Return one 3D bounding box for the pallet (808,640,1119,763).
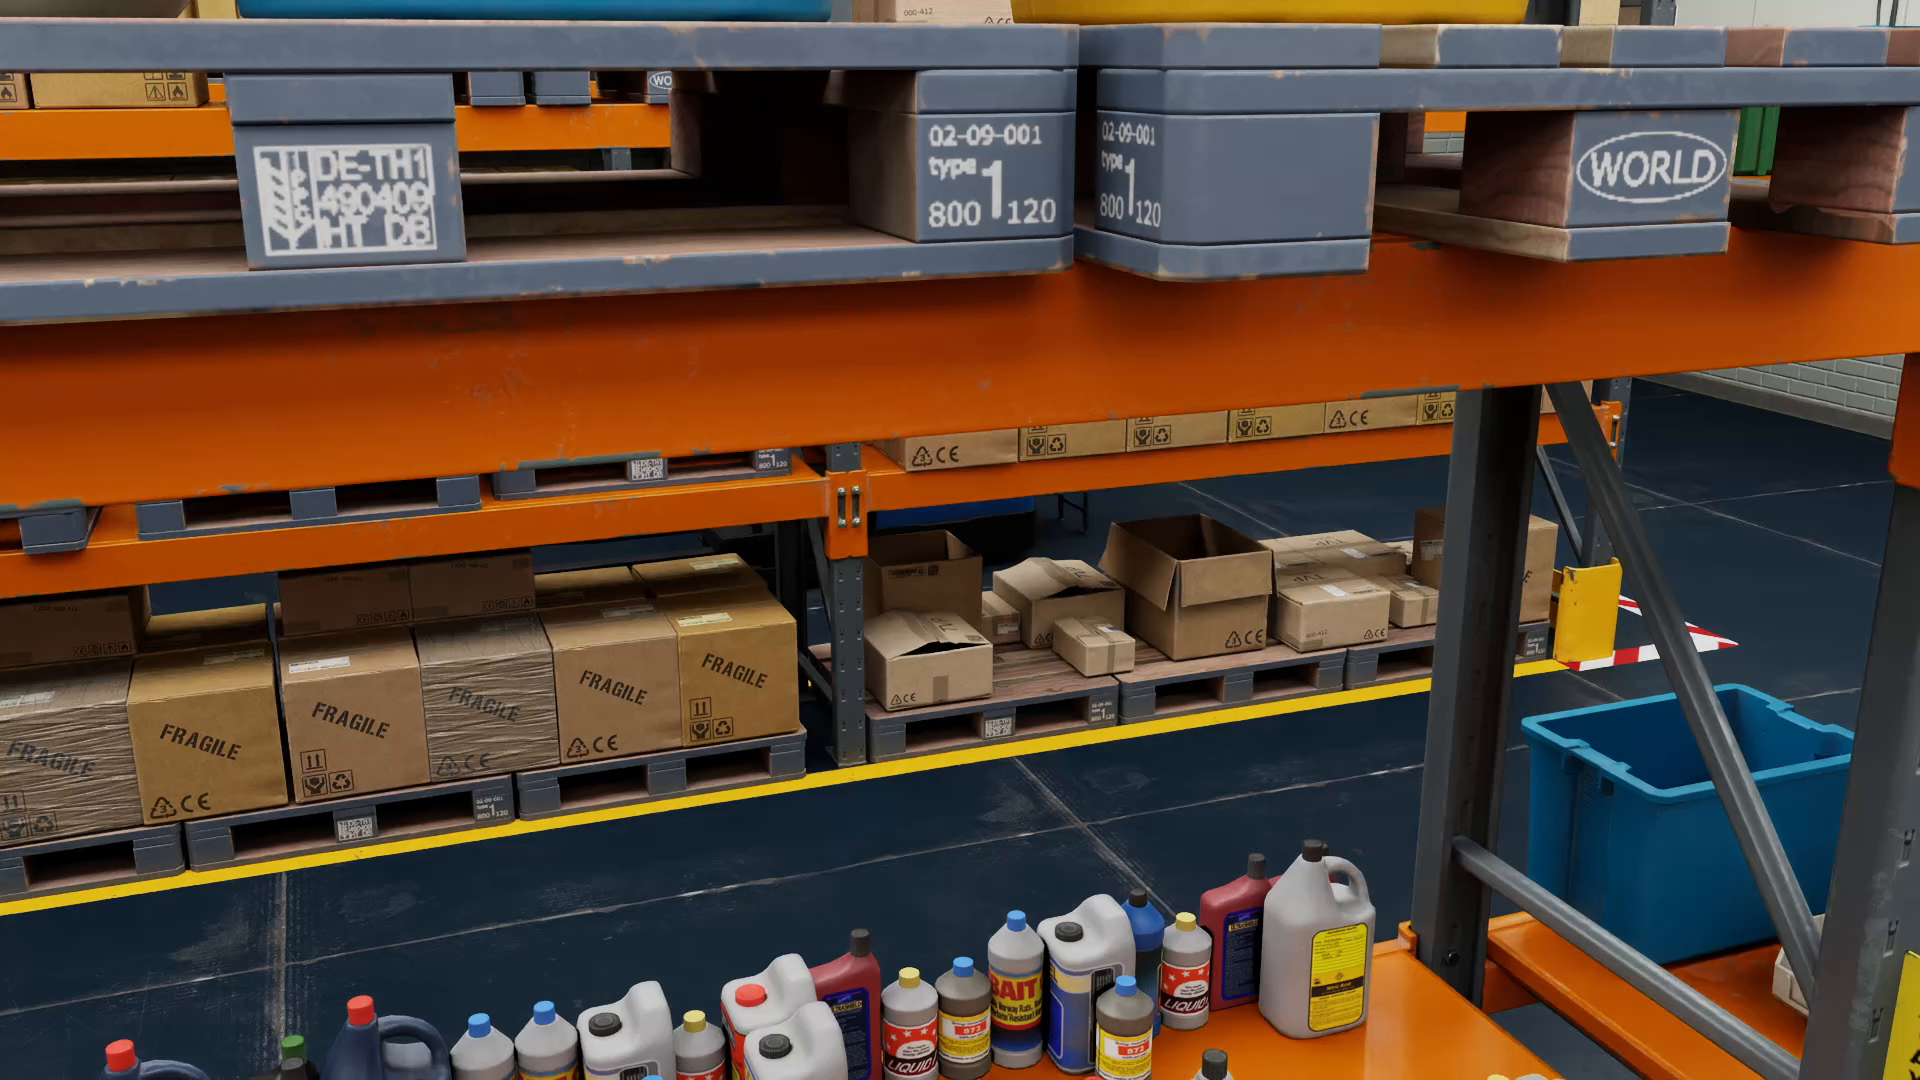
[{"bbox_3d":[-0.002,0.686,7.886,1.213,0.211,1.003,-6,17,-20],"label":"pallet"}]

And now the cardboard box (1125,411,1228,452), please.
[{"bbox_3d":[0.874,-0.713,7.524,0.500,0.500,0.500,-6,17,-20],"label":"cardboard box"}]

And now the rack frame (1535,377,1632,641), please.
[{"bbox_3d":[3.091,-0.986,8.632,0.127,3.000,1.000,-6,17,-20],"label":"rack frame"}]

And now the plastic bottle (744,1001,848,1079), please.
[{"bbox_3d":[-0.254,0.860,2.565,0.135,0.276,0.152,-6,17,-20],"label":"plastic bottle"}]

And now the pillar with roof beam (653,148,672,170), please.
[{"bbox_3d":[-0.536,-3.930,8.009,0.400,9.000,9.100,-6,17,-20],"label":"pillar with roof beam"}]

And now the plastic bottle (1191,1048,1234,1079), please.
[{"bbox_3d":[0.332,0.885,2.347,0.185,0.351,0.144,-6,17,-20],"label":"plastic bottle"}]

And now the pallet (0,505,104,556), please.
[{"bbox_3d":[-3.771,-0.174,6.208,1.003,0.211,1.213,-6,17,-20],"label":"pallet"}]

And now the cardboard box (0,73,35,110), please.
[{"bbox_3d":[-3.508,-1.771,5.804,0.500,0.500,0.910,-6,17,-20],"label":"cardboard box"}]

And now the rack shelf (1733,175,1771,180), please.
[{"bbox_3d":[2.992,-0.575,3.185,4.000,0.370,1.077,-6,17,-20],"label":"rack shelf"}]

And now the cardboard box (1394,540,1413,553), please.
[{"bbox_3d":[2.577,0.123,9.136,0.250,0.149,0.380,-6,17,-20],"label":"cardboard box"}]

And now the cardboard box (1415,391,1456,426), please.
[{"bbox_3d":[2.287,-0.864,8.039,0.500,0.500,0.500,-6,17,-20],"label":"cardboard box"}]

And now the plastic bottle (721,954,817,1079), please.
[{"bbox_3d":[-0.308,0.820,2.701,0.135,0.276,0.152,-6,17,-20],"label":"plastic bottle"}]

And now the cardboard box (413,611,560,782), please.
[{"bbox_3d":[-1.935,0.629,6.789,0.500,0.500,0.500,-6,17,-19],"label":"cardboard box"}]

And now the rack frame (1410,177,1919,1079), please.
[{"bbox_3d":[1.125,0.721,2.819,0.127,3.000,1.000,-6,17,-20],"label":"rack frame"}]

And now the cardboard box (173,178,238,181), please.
[{"bbox_3d":[-4.672,-2.126,10.443,0.500,0.250,0.500,-6,17,-20],"label":"cardboard box"}]

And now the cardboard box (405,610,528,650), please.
[{"bbox_3d":[-2.146,0.495,7.243,0.500,0.500,0.500,-6,17,-19],"label":"cardboard box"}]

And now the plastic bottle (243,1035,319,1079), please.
[{"bbox_3d":[-1.021,0.880,2.485,0.133,0.283,0.061,-6,17,-20],"label":"plastic bottle"}]

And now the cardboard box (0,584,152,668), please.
[{"bbox_3d":[-3.539,0.286,6.624,0.500,0.250,0.500,-5,17,-18],"label":"cardboard box"}]

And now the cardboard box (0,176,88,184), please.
[{"bbox_3d":[-5.825,-2.156,10.546,0.500,0.250,0.500,-6,17,-19],"label":"cardboard box"}]

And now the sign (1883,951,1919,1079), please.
[{"bbox_3d":[1.320,0.733,2.287,0.005,0.325,0.100,-6,17,-20],"label":"sign"}]

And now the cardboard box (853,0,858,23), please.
[{"bbox_3d":[-0.287,-2.310,7.197,0.500,0.250,0.500,-6,17,-20],"label":"cardboard box"}]

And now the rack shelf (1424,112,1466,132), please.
[{"bbox_3d":[1.223,-1.878,7.624,4.000,0.370,1.077,-6,17,-20],"label":"rack shelf"}]

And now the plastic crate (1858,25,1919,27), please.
[{"bbox_3d":[1.861,-0.814,3.019,0.300,0.233,0.416,-6,17,-20],"label":"plastic crate"}]

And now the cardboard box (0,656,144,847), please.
[{"bbox_3d":[-3.365,0.784,6.261,0.500,0.500,0.500,-7,18,-22],"label":"cardboard box"}]

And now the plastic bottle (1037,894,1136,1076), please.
[{"bbox_3d":[0.215,0.764,2.894,0.135,0.276,0.152,-6,17,-20],"label":"plastic bottle"}]

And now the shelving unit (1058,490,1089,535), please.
[{"bbox_3d":[0.516,-1.068,10.510,0.503,2.100,0.431,-7,18,-22],"label":"shelving unit"}]

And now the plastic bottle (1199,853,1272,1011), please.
[{"bbox_3d":[0.505,0.715,3.046,0.133,0.283,0.061,-6,17,-20],"label":"plastic bottle"}]

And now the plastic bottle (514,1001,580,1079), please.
[{"bbox_3d":[-0.643,0.850,2.607,0.097,0.271,0.097,0,16,0],"label":"plastic bottle"}]

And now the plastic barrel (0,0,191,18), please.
[{"bbox_3d":[-1.009,-0.800,1.689,0.433,0.535,0.433,0,16,0],"label":"plastic barrel"}]

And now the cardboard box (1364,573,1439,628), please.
[{"bbox_3d":[2.261,0.299,8.503,0.250,0.166,0.380,-6,17,-20],"label":"cardboard box"}]

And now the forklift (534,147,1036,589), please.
[{"bbox_3d":[-1.101,-1.261,9.692,3.031,2.935,1.130,-7,18,-22],"label":"forklift"}]

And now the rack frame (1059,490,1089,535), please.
[{"bbox_3d":[0.742,-1.095,10.600,0.015,2.100,0.400,-7,18,-22],"label":"rack frame"}]

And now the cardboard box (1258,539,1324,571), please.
[{"bbox_3d":[1.548,0.203,8.681,0.500,0.250,0.500,-6,17,-20],"label":"cardboard box"}]

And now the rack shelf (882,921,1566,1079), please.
[{"bbox_3d":[-0.743,1.268,2.234,4.000,0.370,1.077,-6,17,-20],"label":"rack shelf"}]

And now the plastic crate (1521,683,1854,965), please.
[{"bbox_3d":[1.439,0.563,3.279,0.575,0.384,0.392,-6,17,-20],"label":"plastic crate"}]

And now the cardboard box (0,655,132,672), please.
[{"bbox_3d":[-3.590,0.653,6.707,0.500,0.500,0.500,-5,17,-18],"label":"cardboard box"}]

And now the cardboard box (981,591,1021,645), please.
[{"bbox_3d":[0.115,0.388,8.231,0.250,0.149,0.380,-6,17,-20],"label":"cardboard box"}]

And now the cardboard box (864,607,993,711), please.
[{"bbox_3d":[-0.175,0.511,7.526,0.500,0.311,0.500,-6,17,-20],"label":"cardboard box"}]

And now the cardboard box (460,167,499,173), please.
[{"bbox_3d":[-3.429,-2.413,11.421,0.500,0.250,0.500,-6,17,-19],"label":"cardboard box"}]

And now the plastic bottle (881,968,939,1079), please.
[{"bbox_3d":[-0.085,0.824,2.822,0.097,0.201,0.097,0,16,0],"label":"plastic bottle"}]

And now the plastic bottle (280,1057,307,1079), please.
[{"bbox_3d":[-0.999,0.896,2.431,0.133,0.283,0.061,-6,17,-20],"label":"plastic bottle"}]

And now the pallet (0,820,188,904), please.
[{"bbox_3d":[-3.669,1.093,6.501,1.213,0.211,1.003,-6,17,-20],"label":"pallet"}]

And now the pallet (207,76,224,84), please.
[{"bbox_3d":[-4.530,-3.023,10.581,1.213,0.211,1.003,-5,17,-18],"label":"pallet"}]
